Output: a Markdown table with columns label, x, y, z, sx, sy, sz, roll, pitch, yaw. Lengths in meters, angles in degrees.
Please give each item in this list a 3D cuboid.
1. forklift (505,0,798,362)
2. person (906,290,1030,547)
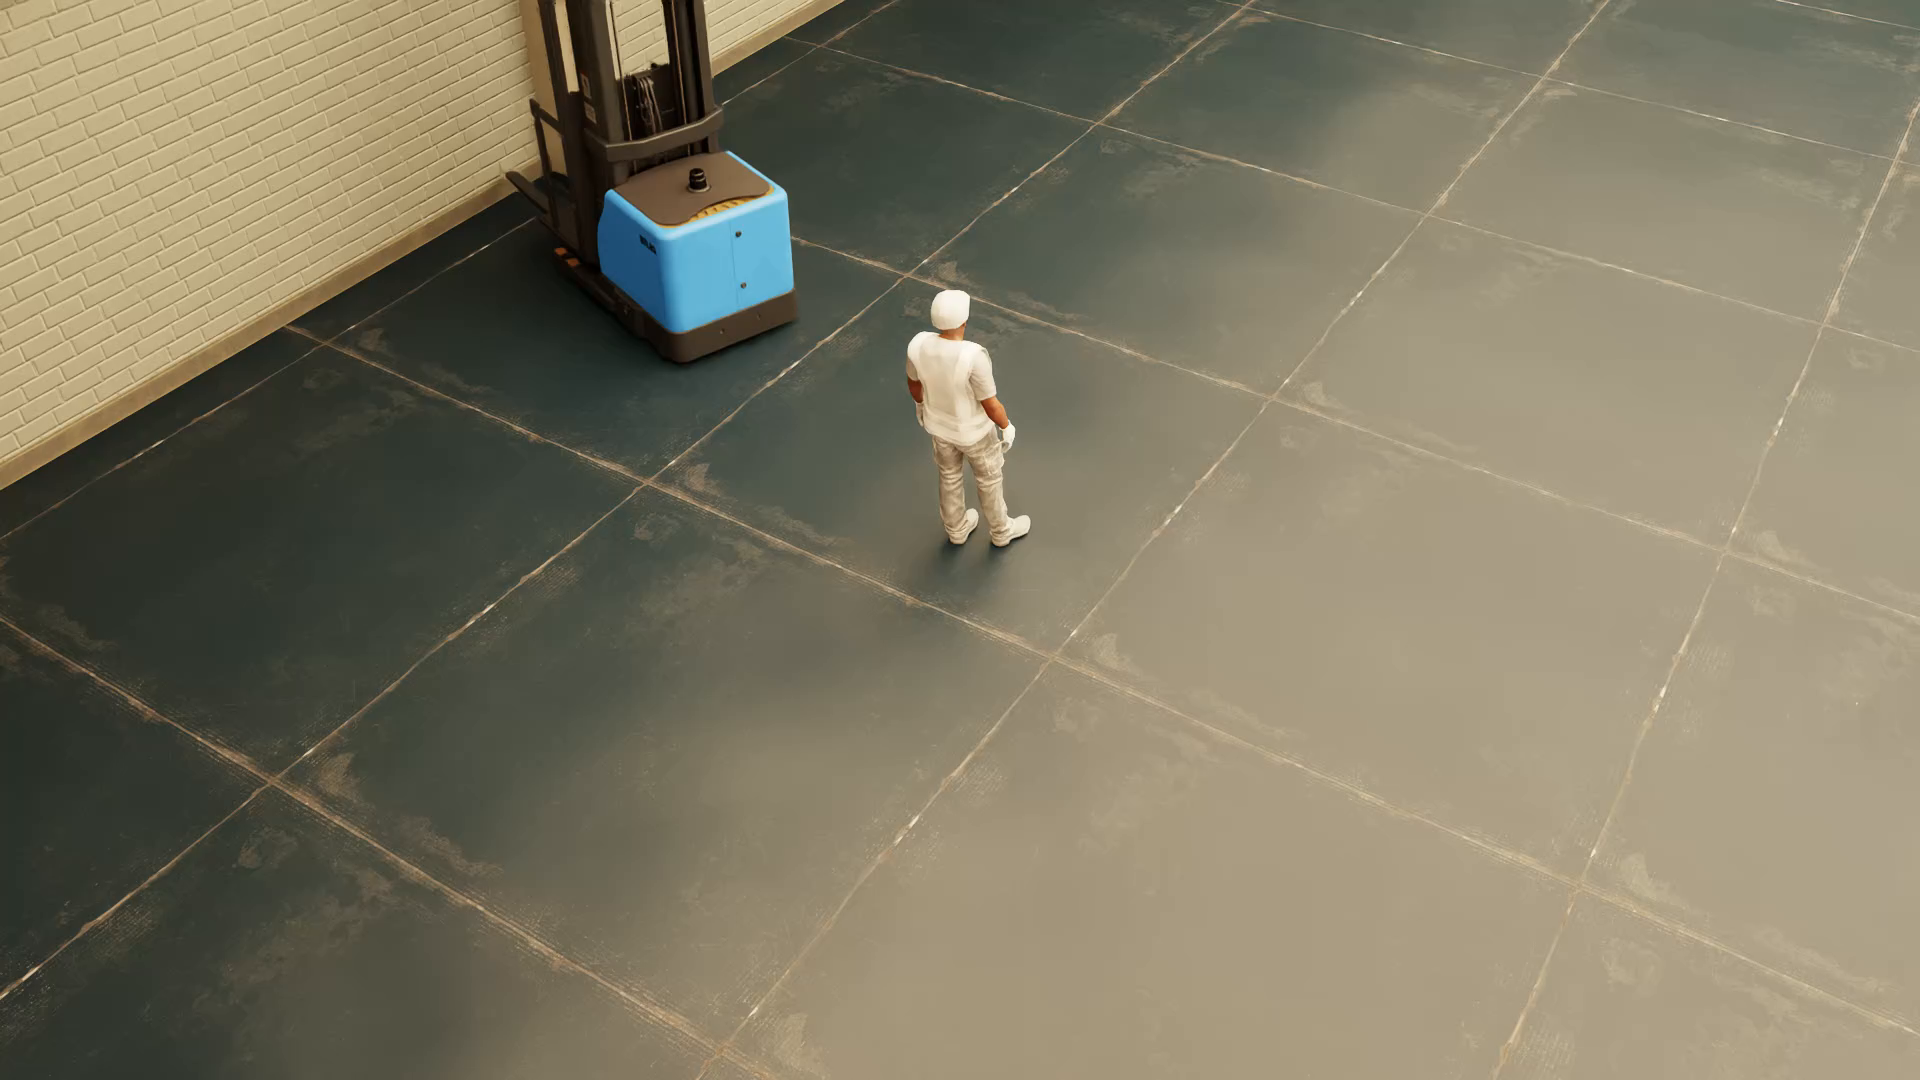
| label | x | y | z | sx | sy | sz | roll | pitch | yaw |
| --- | --- | --- | --- | --- | --- | --- | --- | --- | --- |
| forklift | -2.469 | -3.255 | 11.808 | 1.130 | 2.935 | 3.031 | -26 | 47 | -28 |
| person | 0.045 | -0.722 | 9.697 | 0.656 | 1.784 | 0.575 | 22 | 45 | 24 |
